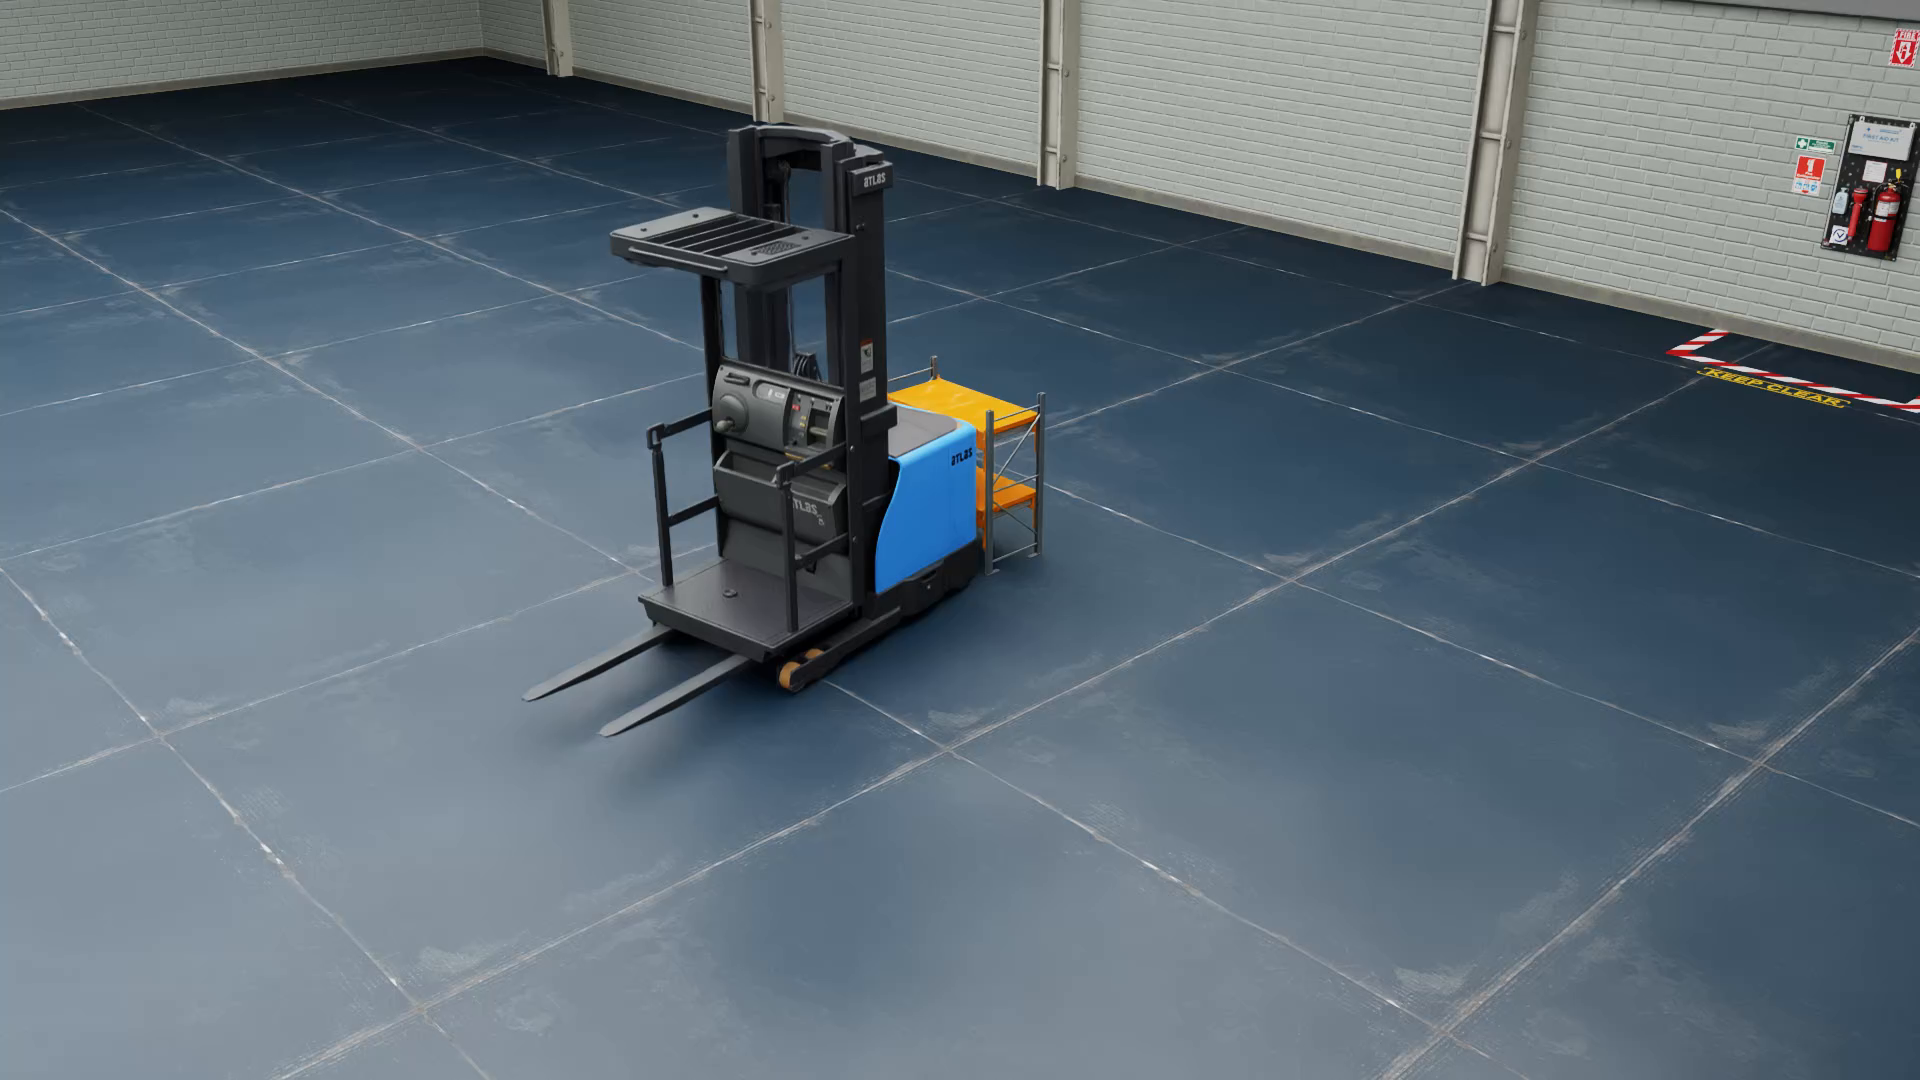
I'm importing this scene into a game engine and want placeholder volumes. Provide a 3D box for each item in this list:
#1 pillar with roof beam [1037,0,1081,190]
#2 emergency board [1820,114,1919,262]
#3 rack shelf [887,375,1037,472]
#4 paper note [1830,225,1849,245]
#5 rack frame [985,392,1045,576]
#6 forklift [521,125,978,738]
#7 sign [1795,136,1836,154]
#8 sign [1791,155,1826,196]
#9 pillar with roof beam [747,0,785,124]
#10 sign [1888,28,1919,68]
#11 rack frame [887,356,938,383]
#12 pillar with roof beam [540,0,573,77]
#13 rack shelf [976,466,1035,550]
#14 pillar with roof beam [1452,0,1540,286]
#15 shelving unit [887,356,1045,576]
[{"bbox_3d":[-1.920,-7.376,16.576,9.100,9.000,0.400,-21,32,-38],"label":"pillar with roof beam"},{"bbox_3d":[7.763,-2.992,14.194,0.194,1.169,0.643,-21,32,-38],"label":"emergency board"},{"bbox_3d":[0.005,-0.776,10.891,0.538,0.278,1.000,-21,32,-38],"label":"rack shelf"},{"bbox_3d":[7.692,-2.664,14.537,0.016,0.148,0.142,-21,32,-38],"label":"paper note"},{"bbox_3d":[0.352,-0.356,10.674,0.500,1.125,0.032,-21,32,-38],"label":"rack frame"},{"bbox_3d":[-1.168,-0.709,9.272,1.130,2.935,3.031,17,30,33],"label":"forklift"},{"bbox_3d":[7.457,-3.442,14.499,0.001,0.109,0.331,-21,32,-38],"label":"sign"},{"bbox_3d":[7.460,-3.205,14.618,0.001,0.329,0.234,-21,32,-38],"label":"sign"},{"bbox_3d":[-6.021,-9.194,20.561,9.100,9.000,0.400,-21,32,-38],"label":"pillar with roof beam"},{"bbox_3d":[7.830,-4.077,13.780,0.001,0.298,0.199,-21,32,-38],"label":"sign"},{"bbox_3d":[-0.343,-0.664,11.350,0.500,1.125,0.032,-21,32,-38],"label":"rack frame"},{"bbox_3d":[-10.122,-11.012,24.546,9.100,9.000,0.400,-21,32,-38],"label":"pillar with roof beam"},{"bbox_3d":[0.005,-0.287,11.114,0.538,0.278,1.000,-21,32,-38],"label":"rack shelf"},{"bbox_3d":[2.181,-5.558,12.592,9.100,9.000,0.400,-21,32,-38],"label":"pillar with roof beam"},{"bbox_3d":[0.005,-0.510,11.012,0.538,1.125,1.048,-21,32,-38],"label":"shelving unit"}]
